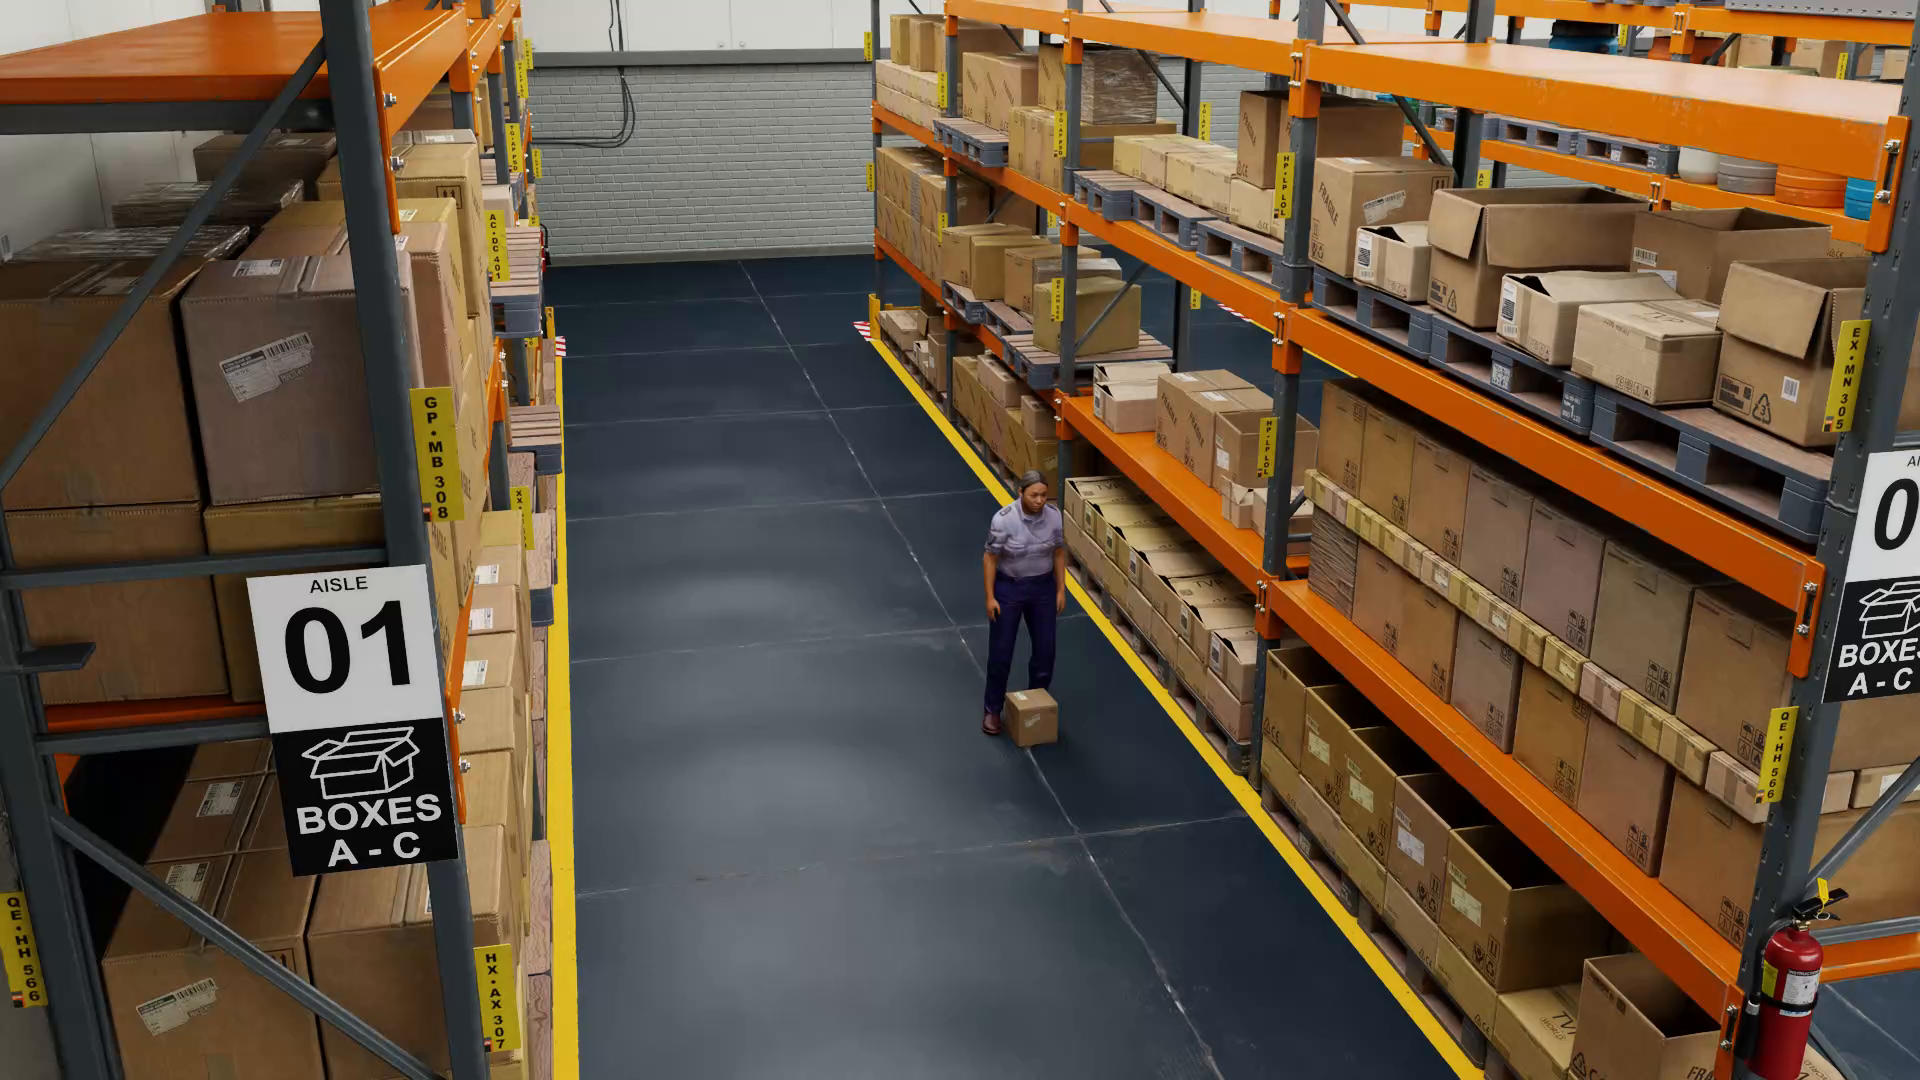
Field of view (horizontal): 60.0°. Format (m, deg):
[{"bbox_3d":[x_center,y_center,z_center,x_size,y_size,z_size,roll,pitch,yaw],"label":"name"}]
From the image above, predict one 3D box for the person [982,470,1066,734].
[{"bbox_3d":[0.396,0.367,10.083,0.562,1.636,0.391,-6,21,-16],"label":"person"}]
